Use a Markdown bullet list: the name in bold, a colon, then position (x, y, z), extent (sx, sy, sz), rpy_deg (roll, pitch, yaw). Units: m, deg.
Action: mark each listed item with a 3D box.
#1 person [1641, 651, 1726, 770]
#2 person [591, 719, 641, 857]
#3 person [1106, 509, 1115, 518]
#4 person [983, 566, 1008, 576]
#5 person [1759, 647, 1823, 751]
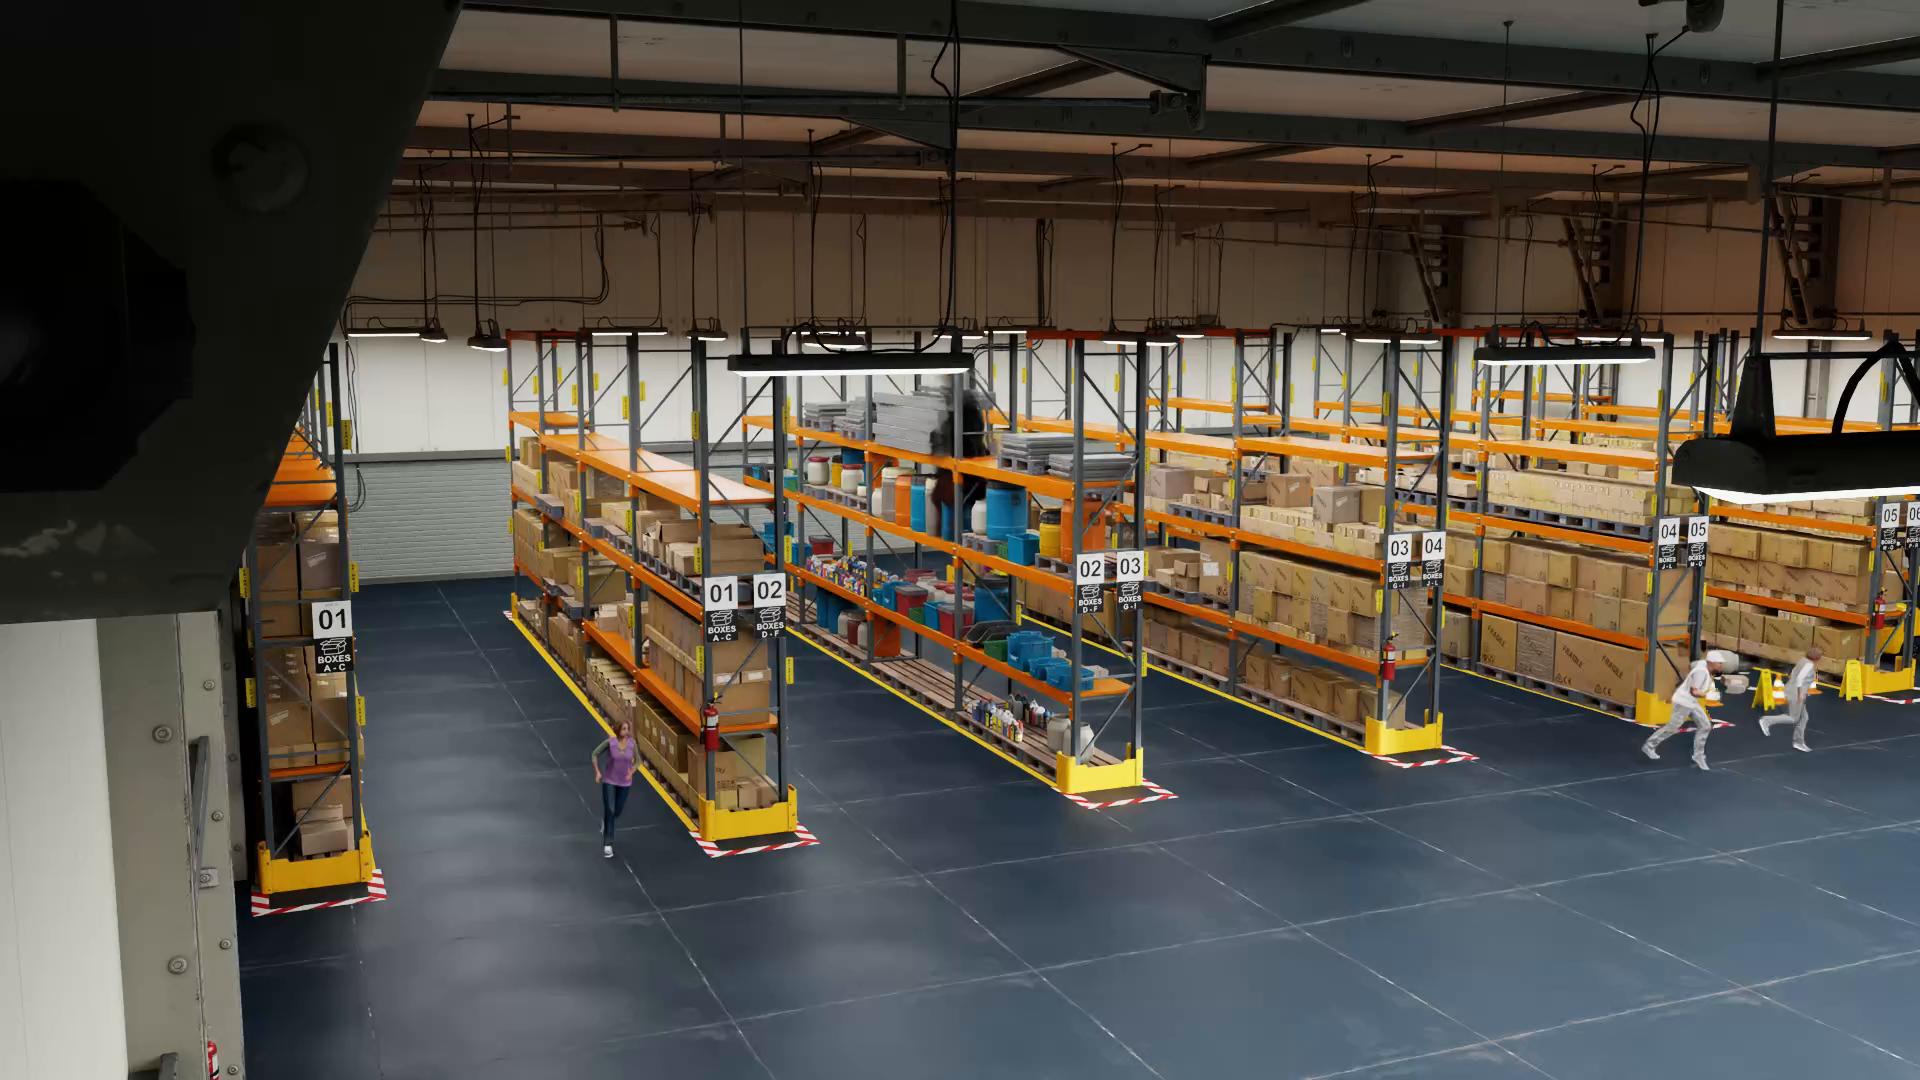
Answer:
- **person**: position (10.155, 2.363, 23.337), extent (1.034, 1.726, 0.729), rpy_deg (5, 9, 32)
- **person**: position (-4.067, 2.884, 19.747), extent (0.579, 1.560, 0.813), rpy_deg (-4, 9, -25)
- **person**: position (3.507, 0.028, 39.925), extent (0.696, 1.715, 0.647), rpy_deg (0, 8, 2)
- **person**: position (0.810, 0.914, 33.583), extent (0.714, 1.733, 0.791), rpy_deg (-4, 9, -25)
- **person**: position (12.108, 2.308, 24.260), extent (0.810, 1.547, 0.538), rpy_deg (1, 8, 10)
